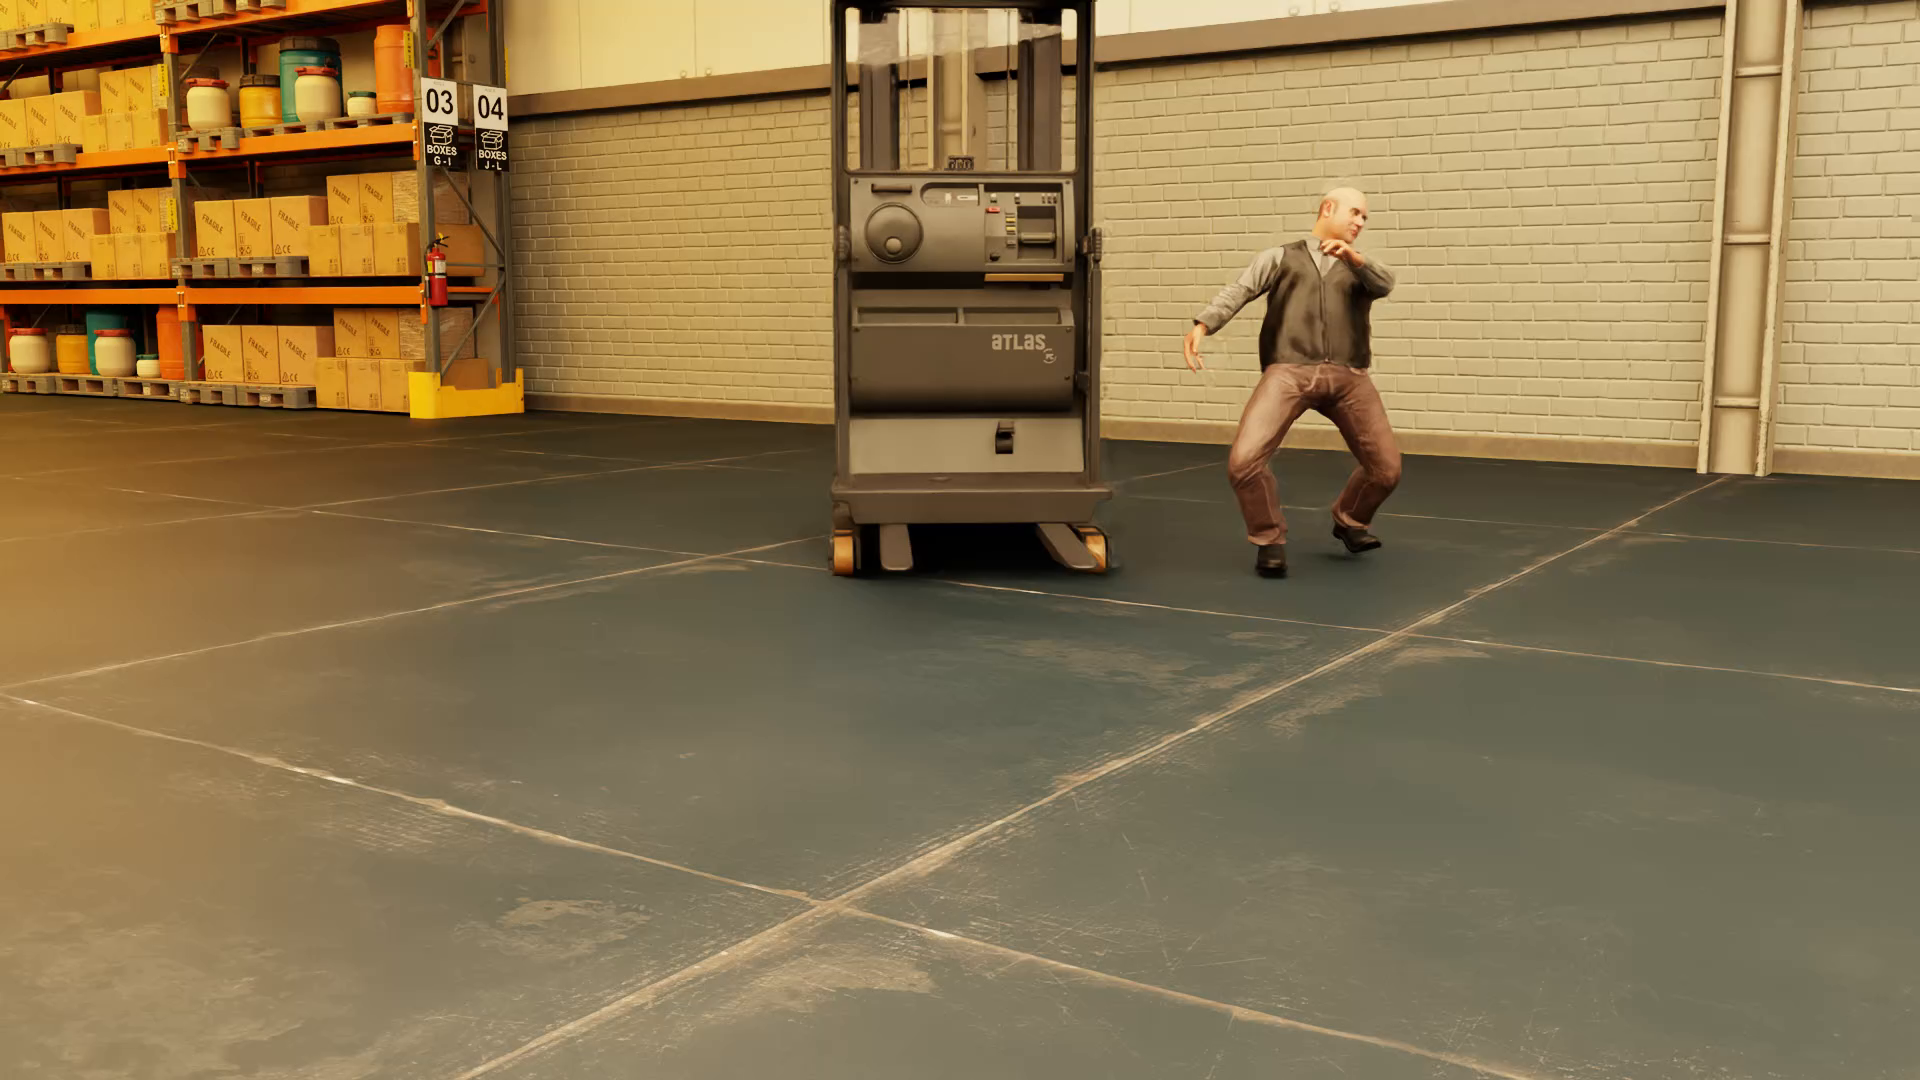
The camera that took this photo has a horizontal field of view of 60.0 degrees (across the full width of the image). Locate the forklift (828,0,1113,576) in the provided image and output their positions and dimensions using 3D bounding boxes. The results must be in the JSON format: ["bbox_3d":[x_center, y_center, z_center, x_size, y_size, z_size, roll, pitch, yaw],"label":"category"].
[{"bbox_3d":[0.024,-1.351,6.695,1.130,2.935,3.031,0,8,-3],"label":"forklift"}]

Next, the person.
[{"bbox_3d":[1.328,-0.643,6.599,0.903,1.517,0.815,-1,8,-6],"label":"person"}]
